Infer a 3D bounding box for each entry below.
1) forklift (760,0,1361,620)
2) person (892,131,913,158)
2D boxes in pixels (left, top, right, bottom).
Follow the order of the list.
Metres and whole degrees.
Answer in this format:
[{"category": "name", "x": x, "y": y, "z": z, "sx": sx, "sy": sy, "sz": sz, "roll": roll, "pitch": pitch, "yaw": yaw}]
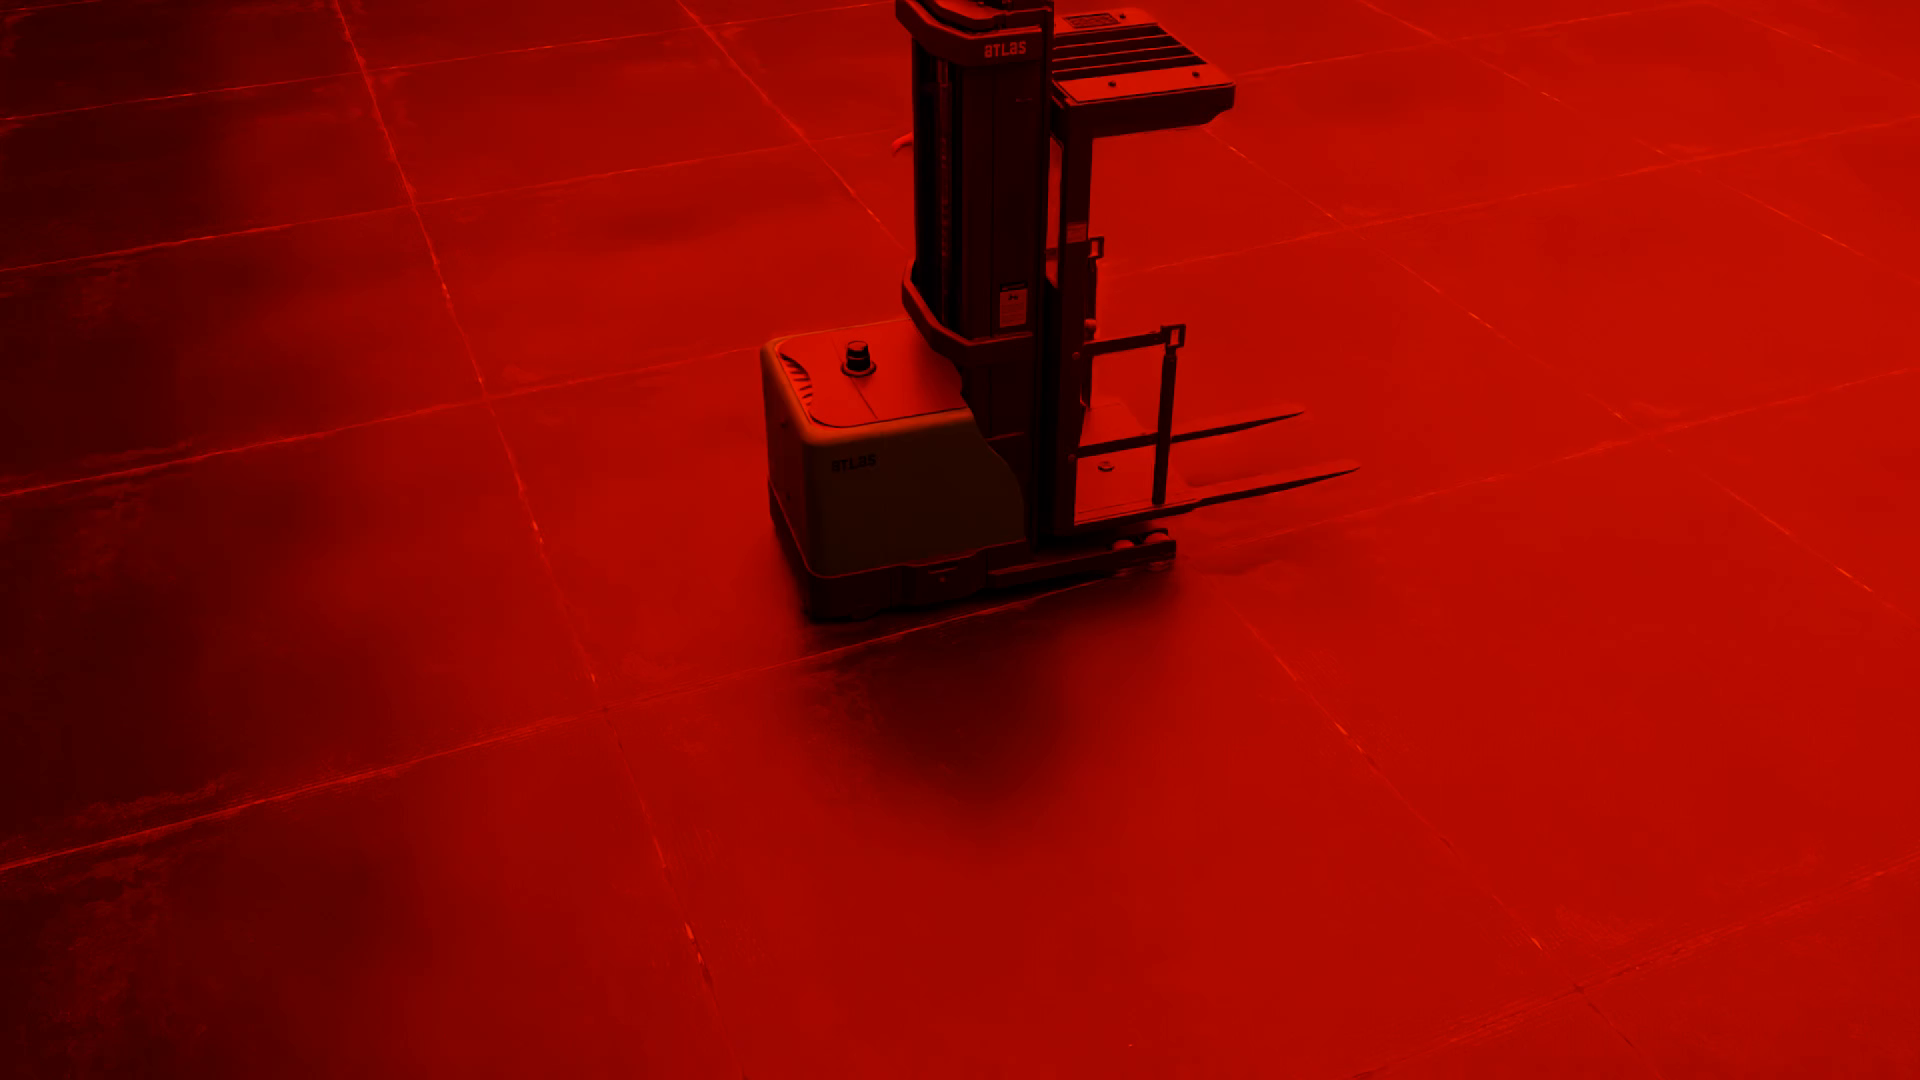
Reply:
[{"category": "forklift", "x": 0.578, "y": -1.309, "z": 7.939, "sx": 3.031, "sy": 2.935, "sz": 1.130, "roll": -11, "pitch": 37, "yaw": -15}, {"category": "person", "x": 0.083, "y": -2.317, "z": 10.474, "sx": 0.962, "sy": 1.767, "sz": 0.507, "roll": -14, "pitch": 38, "yaw": -18}]
